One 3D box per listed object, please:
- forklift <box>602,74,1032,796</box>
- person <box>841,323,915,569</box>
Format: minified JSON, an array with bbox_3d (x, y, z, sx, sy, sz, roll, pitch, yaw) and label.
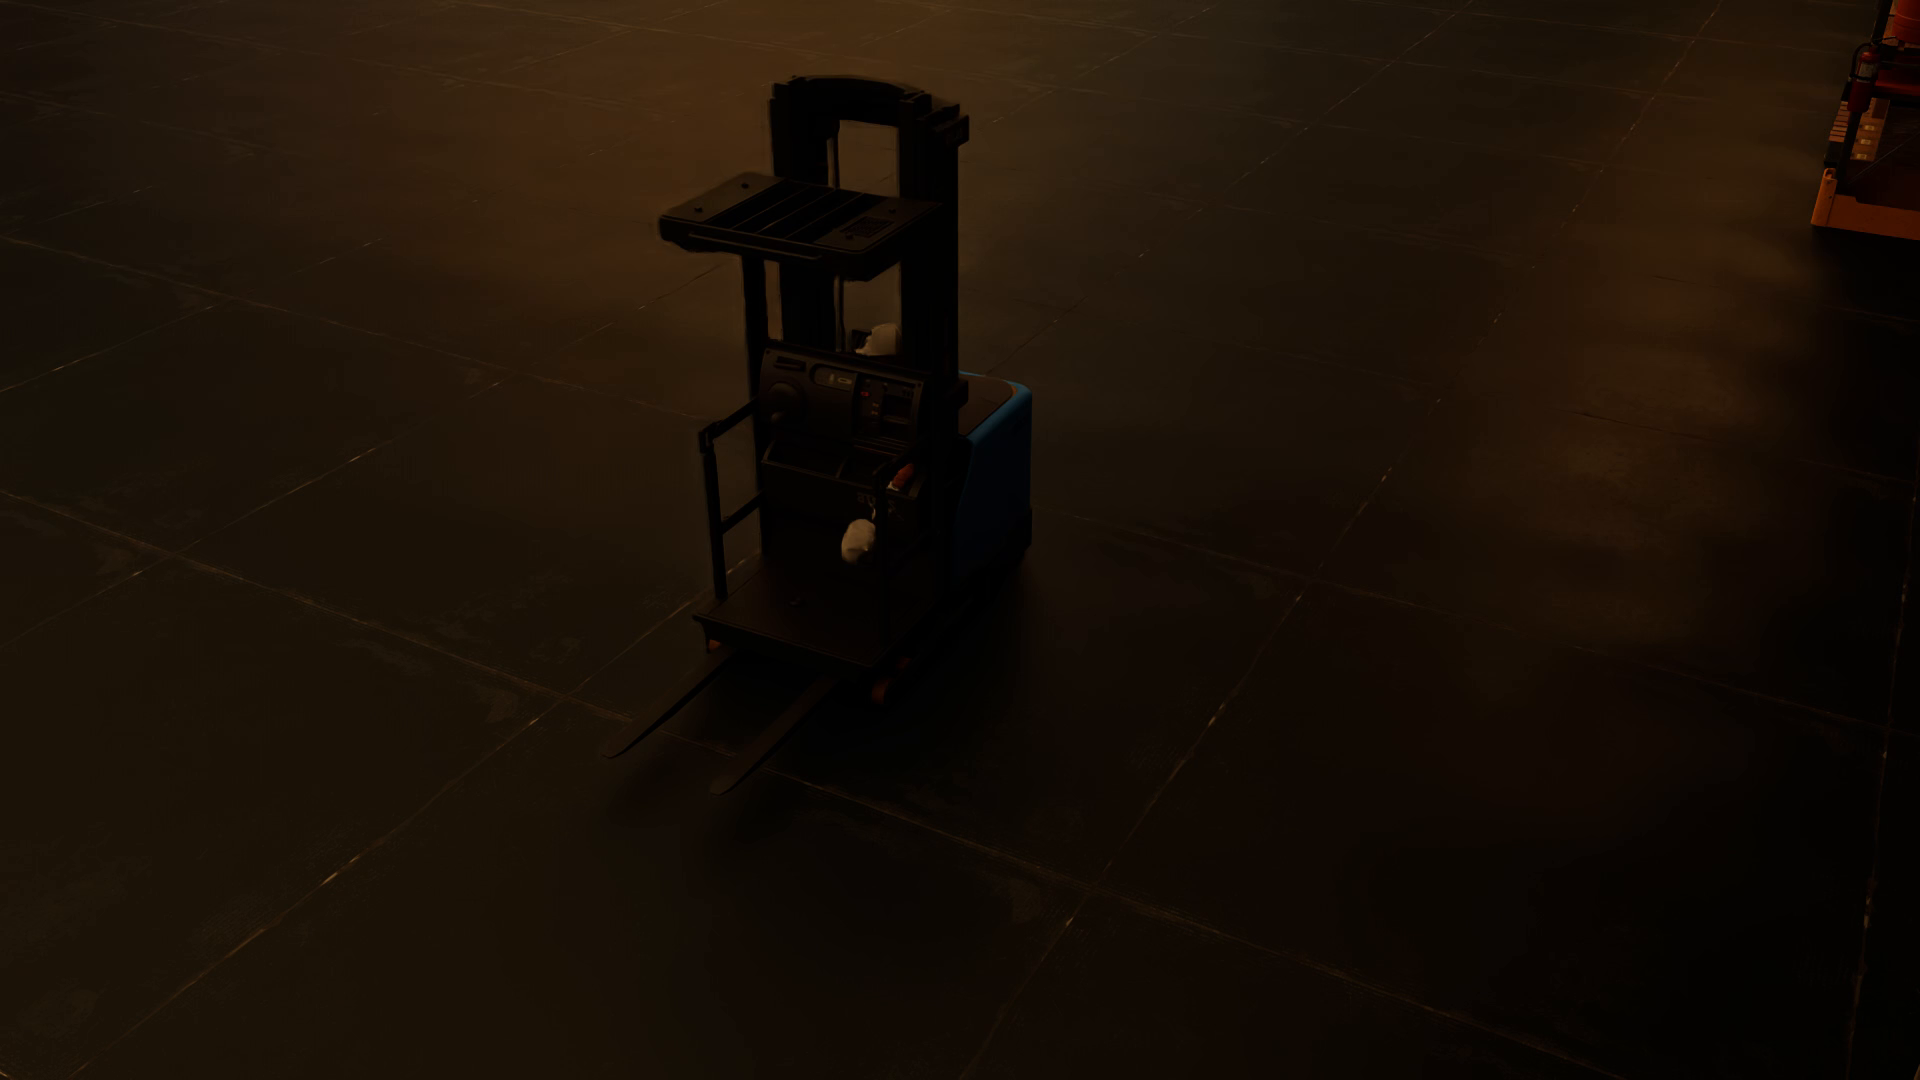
[{"bbox_3d":[-0.699,-0.666,8.225,1.130,2.935,3.031,14,33,23],"label":"forklift"},{"bbox_3d":[-0.518,-0.382,8.784,0.674,1.568,0.778,-10,31,-17],"label":"person"}]
